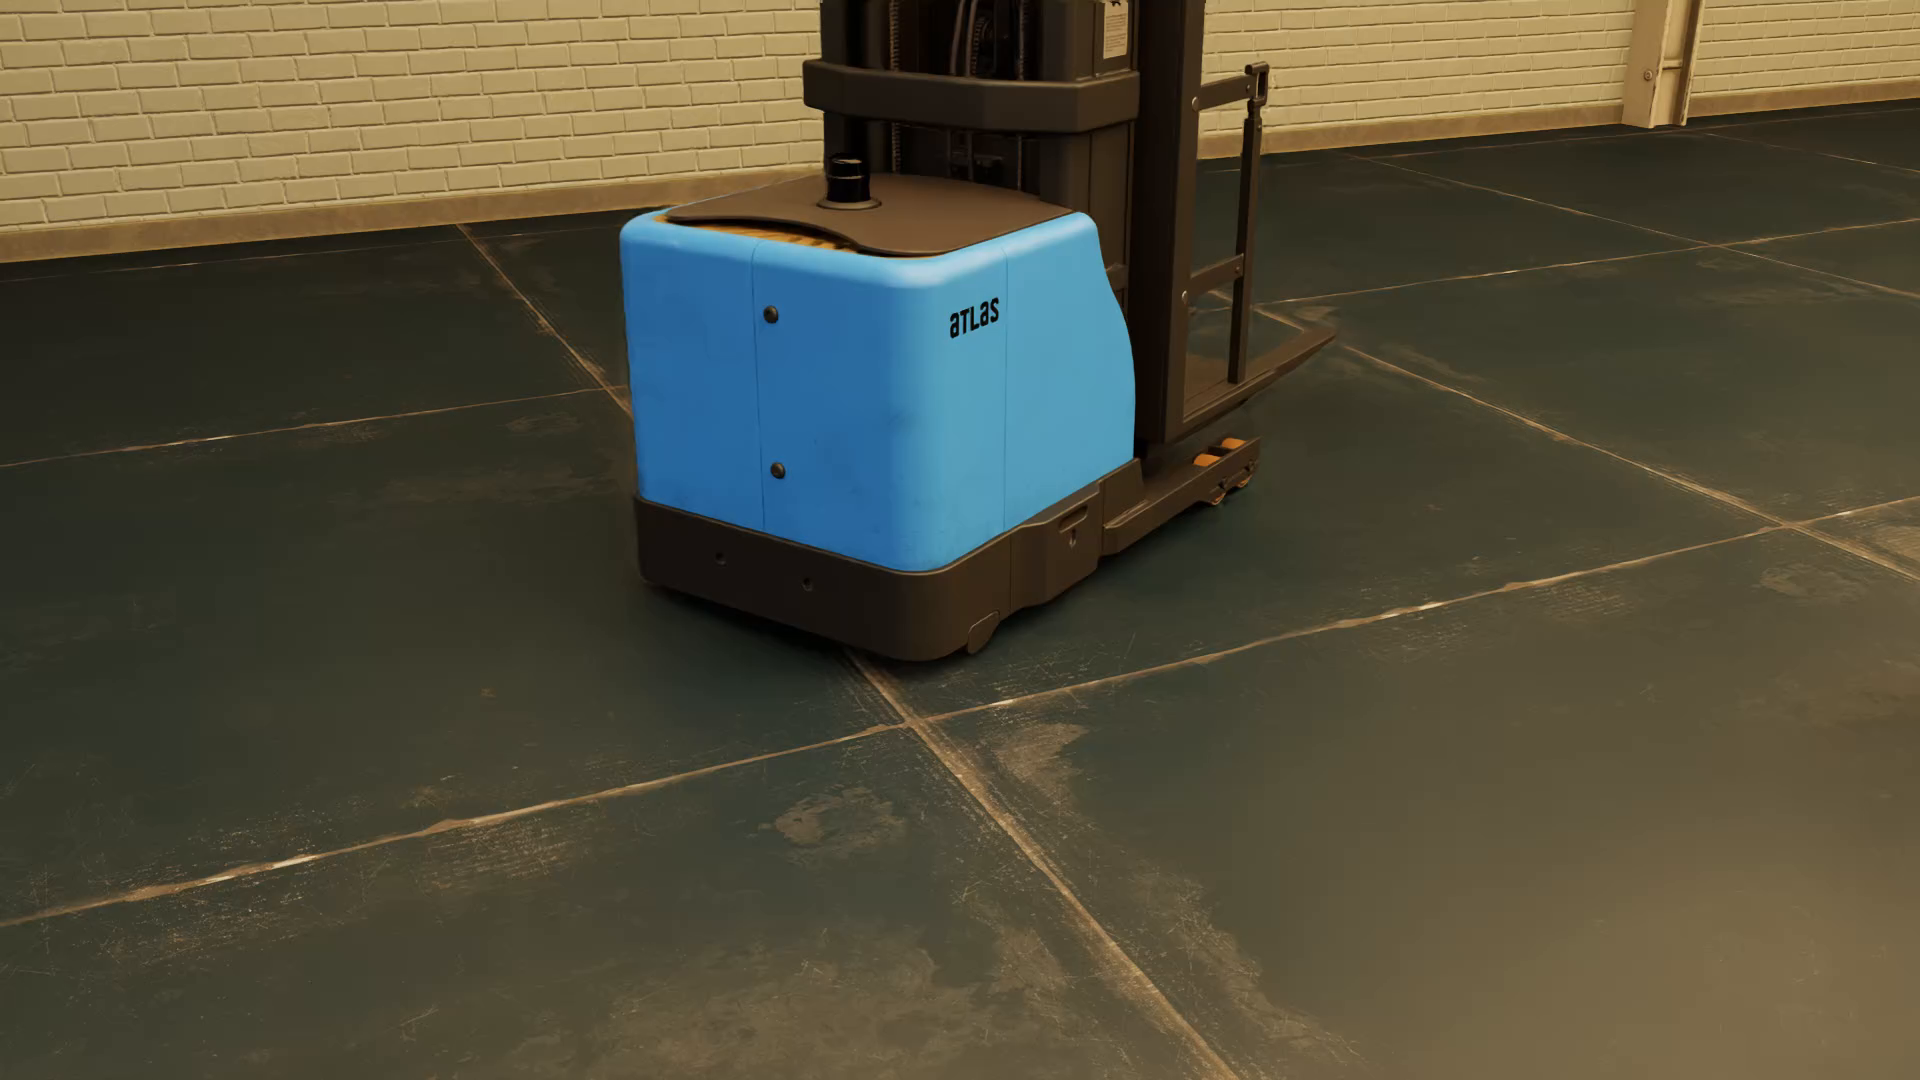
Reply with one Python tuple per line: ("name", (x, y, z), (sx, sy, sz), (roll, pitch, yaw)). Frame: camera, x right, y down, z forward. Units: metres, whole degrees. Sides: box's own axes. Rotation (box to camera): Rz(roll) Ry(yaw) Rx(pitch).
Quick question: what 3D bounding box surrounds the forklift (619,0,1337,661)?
("forklift", (0.341, -1.558, 5.036), (1.130, 2.935, 3.031), (15, 27, 31))
